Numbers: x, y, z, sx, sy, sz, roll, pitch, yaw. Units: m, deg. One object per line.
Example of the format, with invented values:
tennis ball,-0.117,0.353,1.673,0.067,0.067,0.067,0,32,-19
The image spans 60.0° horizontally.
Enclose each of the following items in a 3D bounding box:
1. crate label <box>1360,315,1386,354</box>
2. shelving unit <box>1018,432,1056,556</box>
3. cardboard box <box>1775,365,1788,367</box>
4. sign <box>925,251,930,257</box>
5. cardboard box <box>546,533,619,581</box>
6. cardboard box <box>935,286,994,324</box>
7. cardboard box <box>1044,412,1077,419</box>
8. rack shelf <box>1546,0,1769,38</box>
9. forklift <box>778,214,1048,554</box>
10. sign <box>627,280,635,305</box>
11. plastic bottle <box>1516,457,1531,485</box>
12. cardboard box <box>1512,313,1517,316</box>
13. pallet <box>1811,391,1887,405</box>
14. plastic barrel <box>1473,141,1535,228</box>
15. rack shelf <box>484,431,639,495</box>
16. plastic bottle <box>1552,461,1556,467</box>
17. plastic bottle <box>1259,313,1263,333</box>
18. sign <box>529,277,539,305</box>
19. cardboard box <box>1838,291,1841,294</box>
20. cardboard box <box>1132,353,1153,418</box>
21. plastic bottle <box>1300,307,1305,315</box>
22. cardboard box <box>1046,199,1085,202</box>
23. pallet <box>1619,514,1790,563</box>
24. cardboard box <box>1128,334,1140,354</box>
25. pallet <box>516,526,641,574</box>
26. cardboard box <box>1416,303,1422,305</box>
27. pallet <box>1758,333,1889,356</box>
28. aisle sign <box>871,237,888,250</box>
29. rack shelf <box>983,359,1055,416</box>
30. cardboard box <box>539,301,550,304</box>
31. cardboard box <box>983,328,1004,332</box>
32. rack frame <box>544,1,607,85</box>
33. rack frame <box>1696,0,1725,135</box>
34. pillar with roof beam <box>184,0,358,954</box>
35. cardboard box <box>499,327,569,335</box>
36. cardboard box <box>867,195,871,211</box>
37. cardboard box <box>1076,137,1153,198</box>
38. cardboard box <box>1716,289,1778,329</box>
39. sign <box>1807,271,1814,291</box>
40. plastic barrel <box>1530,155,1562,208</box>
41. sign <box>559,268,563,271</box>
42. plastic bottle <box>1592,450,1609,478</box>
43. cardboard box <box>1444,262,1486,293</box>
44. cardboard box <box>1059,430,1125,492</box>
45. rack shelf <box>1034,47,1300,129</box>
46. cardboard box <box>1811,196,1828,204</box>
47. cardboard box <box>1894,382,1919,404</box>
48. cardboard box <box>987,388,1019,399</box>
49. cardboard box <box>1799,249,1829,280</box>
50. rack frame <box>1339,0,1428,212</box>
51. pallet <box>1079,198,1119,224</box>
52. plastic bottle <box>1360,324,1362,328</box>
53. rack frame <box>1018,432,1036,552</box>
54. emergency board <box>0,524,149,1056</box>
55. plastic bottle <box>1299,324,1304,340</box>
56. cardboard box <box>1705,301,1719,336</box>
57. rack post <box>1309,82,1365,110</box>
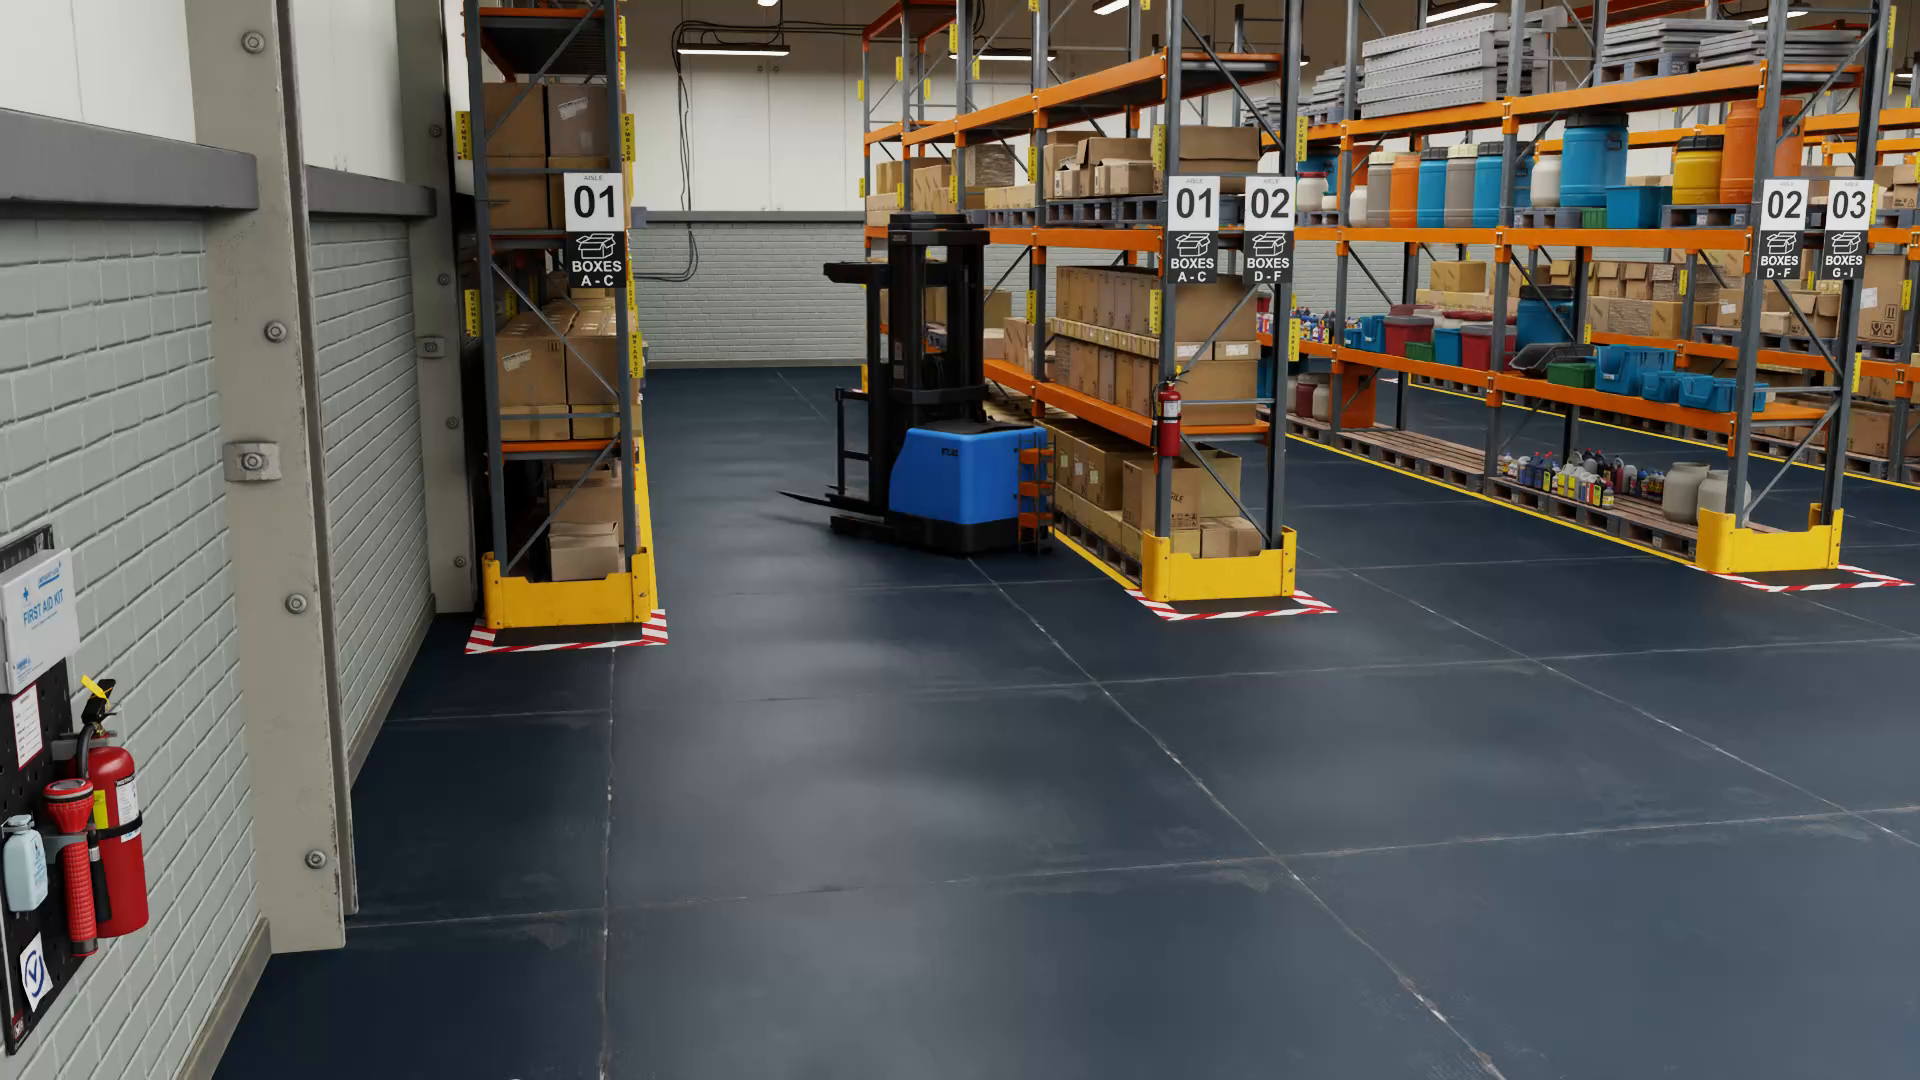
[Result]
crate label,5.246,-2.526,20.407,0.502,0.435,0.616,-2,11,-11
shelving unit,0.674,-0.403,14.562,0.215,1.050,0.252,-9,14,-41
cardboard box,13.871,-2.976,27.773,0.380,0.149,0.250,-2,11,-10
sign,-0.549,-4.729,28.134,0.100,0.325,0.005,-2,11,-11
cardboard box,-2.890,0.101,12.712,0.500,0.311,0.500,-3,11,-17
cardboard box,0.085,-3.189,22.591,0.700,0.500,0.500,-5,12,-25
cardboard box,1.101,-1.286,18.714,0.500,0.311,0.500,-2,11,-9
rack shelf,9.788,-7.474,23.488,1.077,0.370,4.000,-2,11,-11
forklift,-0.562,-1.534,15.473,1.130,2.935,3.031,-9,14,-41
sign,-3.869,-2.892,19.538,0.100,0.325,0.005,-2,11,-11
plastic bottle,5.818,-0.713,17.081,0.152,0.276,0.135,-2,11,-9
cardboard box,9.018,-3.535,26.474,0.380,0.149,0.250,-2,11,-11
pallet,14.437,-2.264,26.581,1.003,0.211,1.213,-2,11,-11
plastic barrel,5.785,-3.773,17.686,0.600,0.901,0.708,-2,11,-11
rack shelf,-3.232,-0.887,13.812,1.077,0.370,4.000,-2,11,-11
plastic bottle,5.993,-0.658,16.805,0.097,0.271,0.097,0,11,0
plastic bottle,4.366,-3.132,23.994,0.061,0.283,0.133,-2,11,-11
sign,-4.943,-2.889,19.309,0.100,0.325,0.005,-2,11,-11
cardboard box,14.012,-3.822,26.061,0.380,0.149,0.250,-2,11,-10
cardboard box,1.830,-1.286,13.715,0.700,0.500,0.500,-2,11,-10
plastic bottle,5.040,-3.254,24.455,0.144,0.351,0.185,-2,11,-11
cardboard box,1.126,-3.508,16.912,0.500,0.250,0.500,-1,11,-5
pallet,6.661,-0.025,14.819,1.003,0.211,1.213,-2,11,-11
cardboard box,1.605,-1.626,13.770,0.380,0.149,0.250,-2,11,-10
pallet,-3.215,0.109,14.114,1.003,0.211,1.213,-2,11,-11
cardboard box,8.366,-4.148,29.693,0.380,0.149,0.250,-2,11,-10
pallet,10.602,-2.425,20.484,1.003,0.211,1.213,-2,11,-11
aisle sign,-1.398,-5.268,27.952,0.394,0.787,0.004,-2,11,-11
rack shelf,0.848,-1.801,18.616,1.077,0.370,4.000,-2,11,-11
cardboard box,-4.750,-2.623,19.892,0.500,0.500,0.500,-2,11,-11
cardboard box,0.487,-2.410,20.126,0.500,0.311,0.500,-1,11,-7
rack frame,-5.177,-6.022,22.820,1.000,3.000,0.127,-2,11,-11
rack frame,10.177,-5.828,21.804,1.000,3.000,0.127,-2,11,-11
pillar with roof beam,1.562,-2.974,6.807,9.100,9.000,0.400,-2,11,-11
cardboard box,-3.232,-1.350,12.660,0.500,0.500,0.500,-2,11,-10
cardboard box,-1.252,-5.531,27.327,0.500,0.250,0.500,-2,11,-11
cardboard box,1.434,-3.281,14.668,0.797,0.503,0.637,-1,11,-5
cardboard box,10.321,-3.039,21.804,0.500,0.500,0.500,-4,11,-18
sign,13.753,-4.181,26.878,0.100,0.325,0.005,-2,11,-11
plastic barrel,5.988,-3.616,16.782,0.421,0.512,0.421,0,11,0
sign,-6.501,-4.253,27.046,0.100,0.325,0.005,-2,11,-11
plastic bottle,6.542,-0.739,17.021,0.144,0.351,0.185,-3,11,-14
cardboard box,8.653,-4.505,28.496,0.500,0.500,0.500,-2,11,-13
cardboard box,1.215,-0.732,15.299,0.500,0.500,0.500,-2,11,-11
rack shelf,1.626,-3.818,14.238,1.077,0.370,4.000,-2,11,-11
cardboard box,10.492,-4.053,20.001,0.380,0.166,0.250,-2,11,-13
cardboard box,14.461,-2.324,25.002,0.500,0.500,0.500,-3,11,-14
cardboard box,0.543,-1.700,21.665,0.500,0.500,0.500,-3,11,-13
cardboard box,13.927,-4.539,27.341,0.500,0.500,0.500,-3,11,-13
rack frame,5.318,-5.648,20.858,1.000,3.000,0.127,-2,11,-11
pallet,1.662,-2.839,14.360,1.003,0.211,1.213,-2,11,-11
plastic bottle,5.461,-2.816,22.355,0.152,0.276,0.135,-2,11,-11
rack frame,0.593,-0.421,14.652,0.200,1.050,0.008,-9,14,-41
emergency board,-2.218,0.585,4.156,0.194,1.169,0.643,-2,11,-11
plastic bottle,4.658,-2.833,22.646,0.097,0.201,0.097,0,11,0
cardboard box,10.349,-3.029,22.876,0.500,0.500,0.500,-2,11,-9
rack post,5.137,-5.742,21.555,0.954,0.300,0.937,-2,11,-11
